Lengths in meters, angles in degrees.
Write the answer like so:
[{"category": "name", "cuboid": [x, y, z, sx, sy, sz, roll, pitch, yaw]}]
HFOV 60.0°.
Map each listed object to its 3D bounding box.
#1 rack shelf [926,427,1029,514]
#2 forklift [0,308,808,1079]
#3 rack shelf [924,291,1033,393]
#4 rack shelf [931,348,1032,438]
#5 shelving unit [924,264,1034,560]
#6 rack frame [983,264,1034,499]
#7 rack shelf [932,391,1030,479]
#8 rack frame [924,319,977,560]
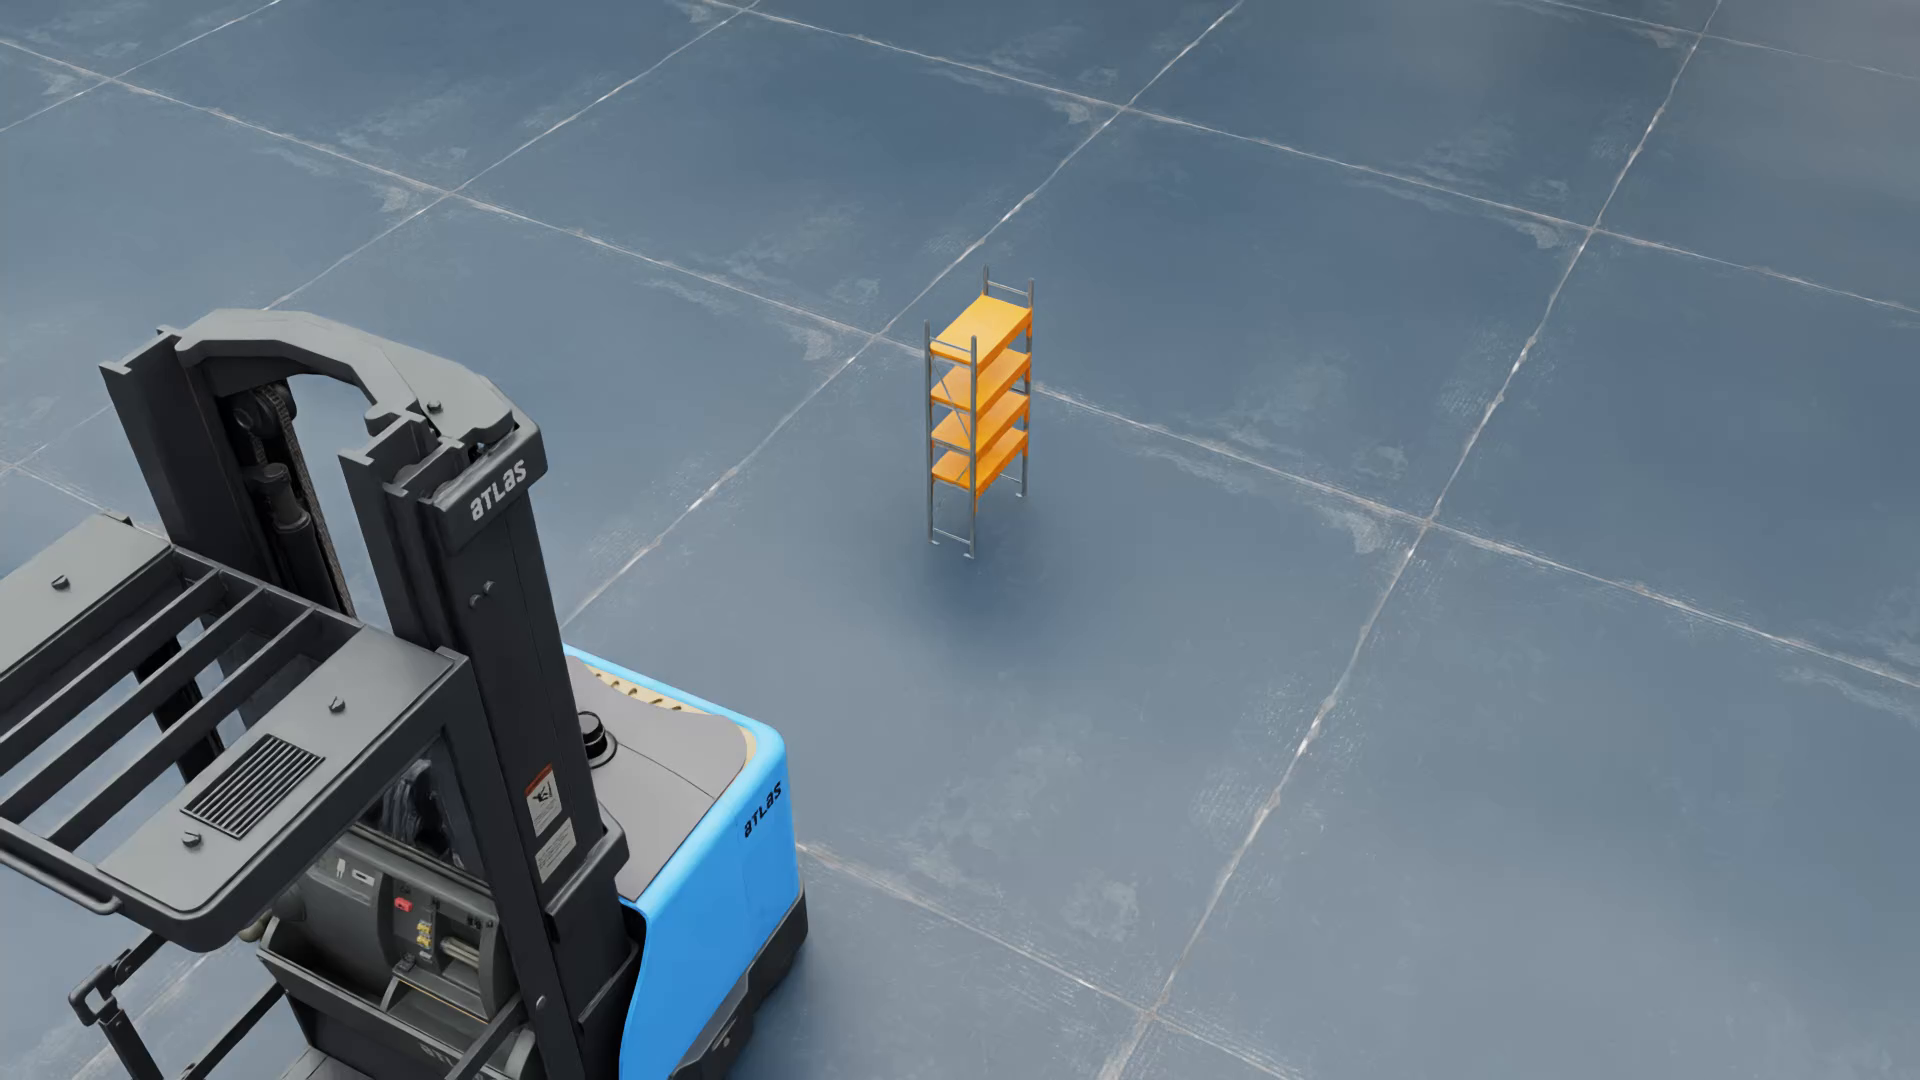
[{"category": "rack shelf", "cuboid": [0.083, -0.345, 7.452, 0.258, 0.148, 0.480, 21, 45, 22]}, {"category": "forklift", "cuboid": [-1.660, 1.034, 4.174, 1.130, 2.935, 3.031, 19, 45, 20]}, {"category": "rack shelf", "cuboid": [0.083, -0.840, 7.017, 0.258, 0.148, 0.480, 21, 45, 22]}, {"category": "rack shelf", "cuboid": [0.083, -0.662, 7.173, 0.258, 0.148, 0.480, 21, 45, 22]}, {"category": "shelving unit", "cuboid": [0.083, -0.545, 7.277, 0.258, 1.200, 0.503, 21, 45, 22]}, {"category": "rack frame", "cuboid": [0.205, -0.685, 7.435, 0.240, 1.200, 0.015, 21, 45, 22]}, {"category": "rack shelf", "cuboid": [0.083, -0.495, 7.321, 0.258, 0.148, 0.480, 21, 45, 22]}, {"category": "rack frame", "cuboid": [-0.039, -0.405, 7.118, 0.240, 1.200, 0.015, 21, 45, 22]}]
